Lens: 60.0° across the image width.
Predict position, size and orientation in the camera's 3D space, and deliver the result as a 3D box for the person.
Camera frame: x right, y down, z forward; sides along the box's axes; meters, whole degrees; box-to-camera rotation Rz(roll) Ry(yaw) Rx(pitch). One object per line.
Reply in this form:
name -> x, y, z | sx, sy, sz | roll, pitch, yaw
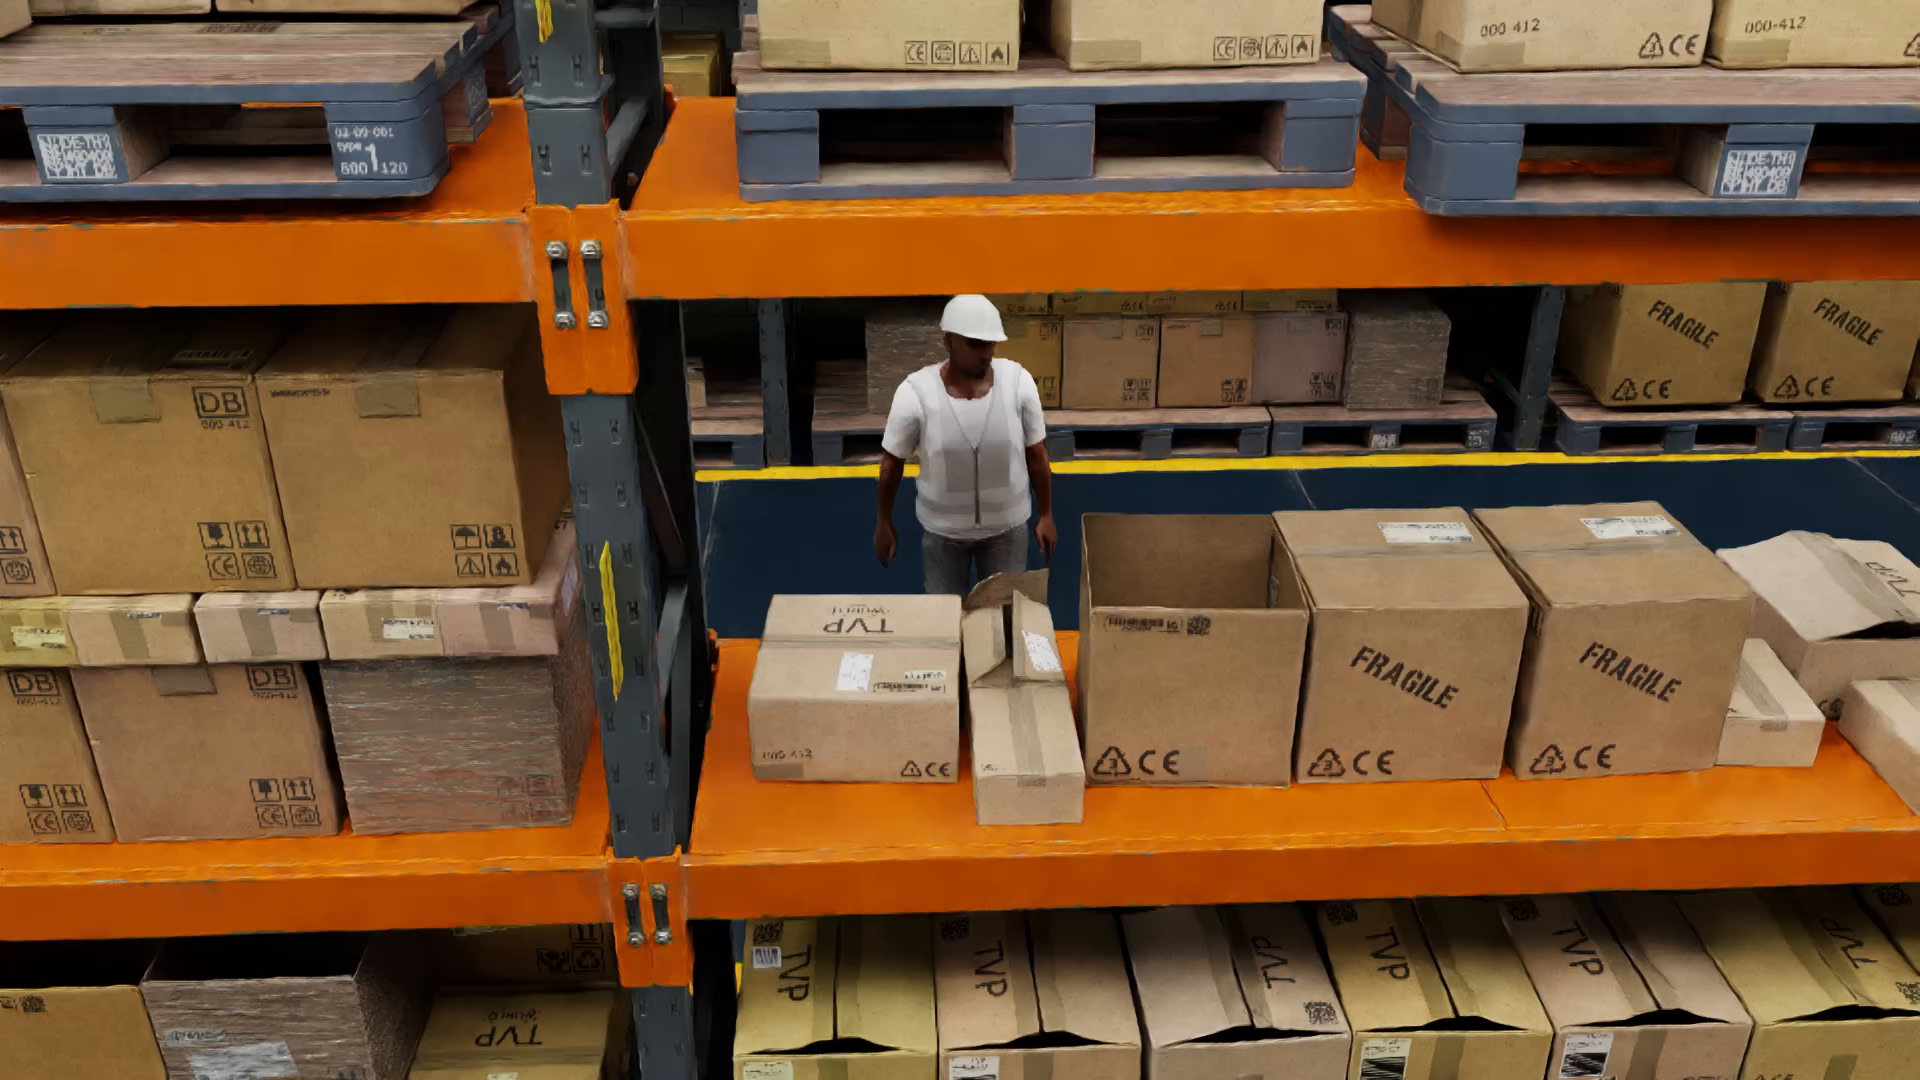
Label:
person -> 0.028, -0.039, 6.125 | 0.682, 1.770, 0.479 | -3, 28, -6
